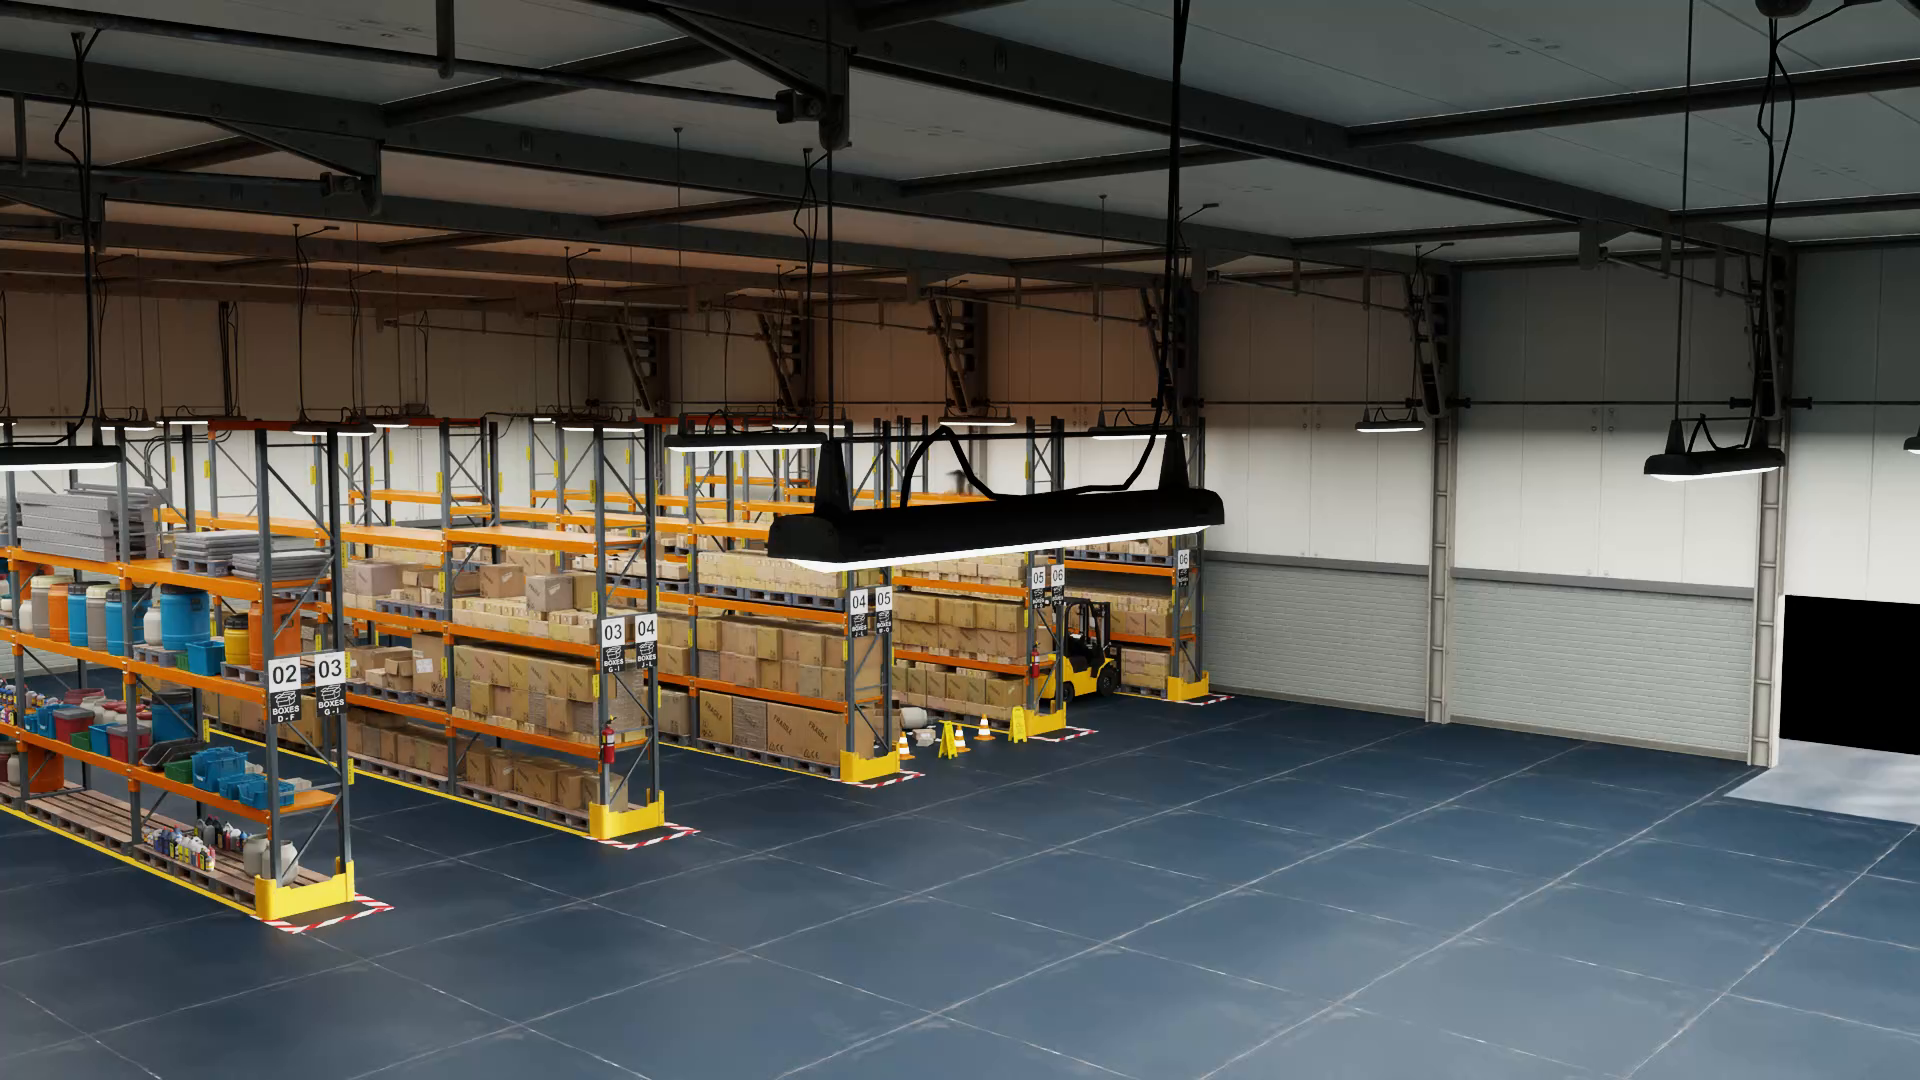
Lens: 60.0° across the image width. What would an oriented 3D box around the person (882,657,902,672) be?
[{"bbox_3d":[-1.576,2.343,38.139,0.866,1.619,0.596,3,6,34],"label":"person"}]
